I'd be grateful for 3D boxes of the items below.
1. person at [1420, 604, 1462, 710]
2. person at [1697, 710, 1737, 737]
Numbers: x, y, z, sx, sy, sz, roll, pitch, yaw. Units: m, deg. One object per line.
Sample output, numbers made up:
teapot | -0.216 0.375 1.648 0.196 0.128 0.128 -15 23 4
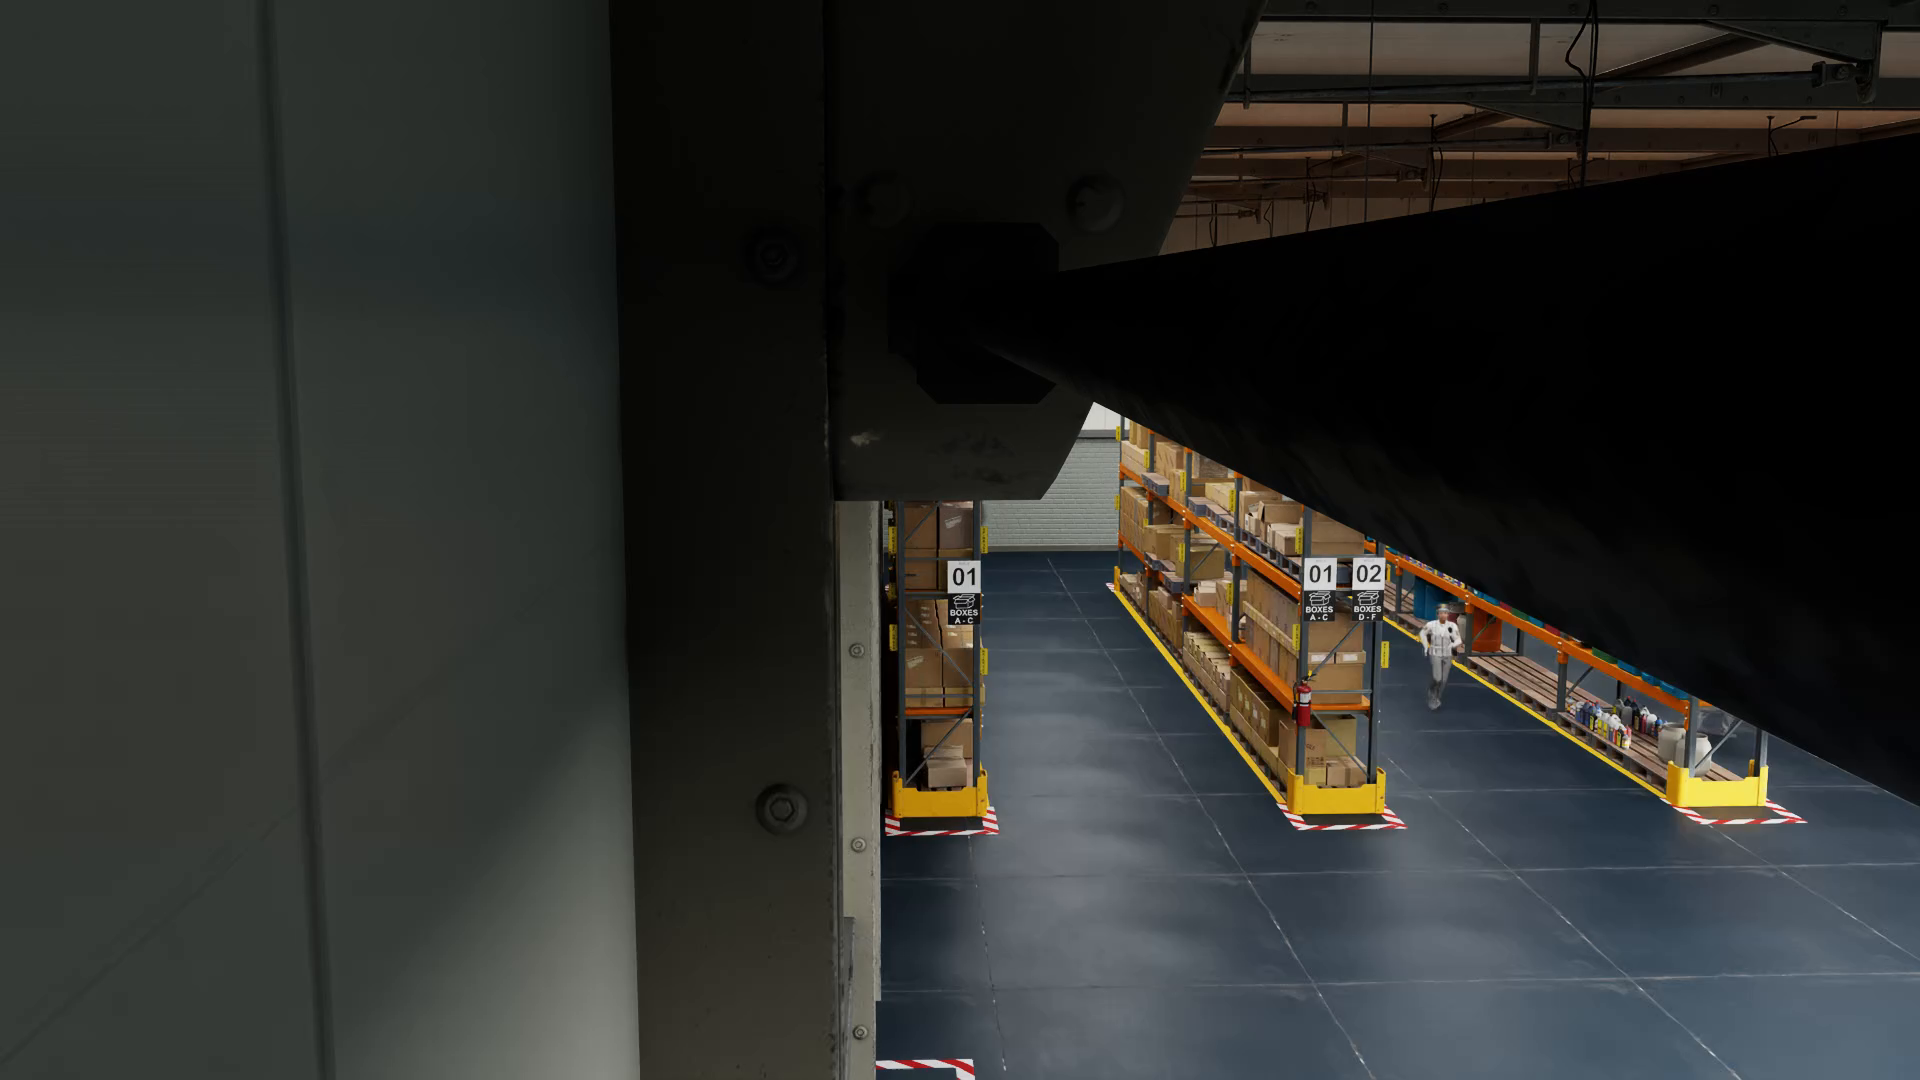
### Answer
person | 7.397 1.802 25.716 0.489 1.678 0.656 0 8 3
person | 11.158 1.997 24.203 0.734 1.728 0.624 -2 8 -14
